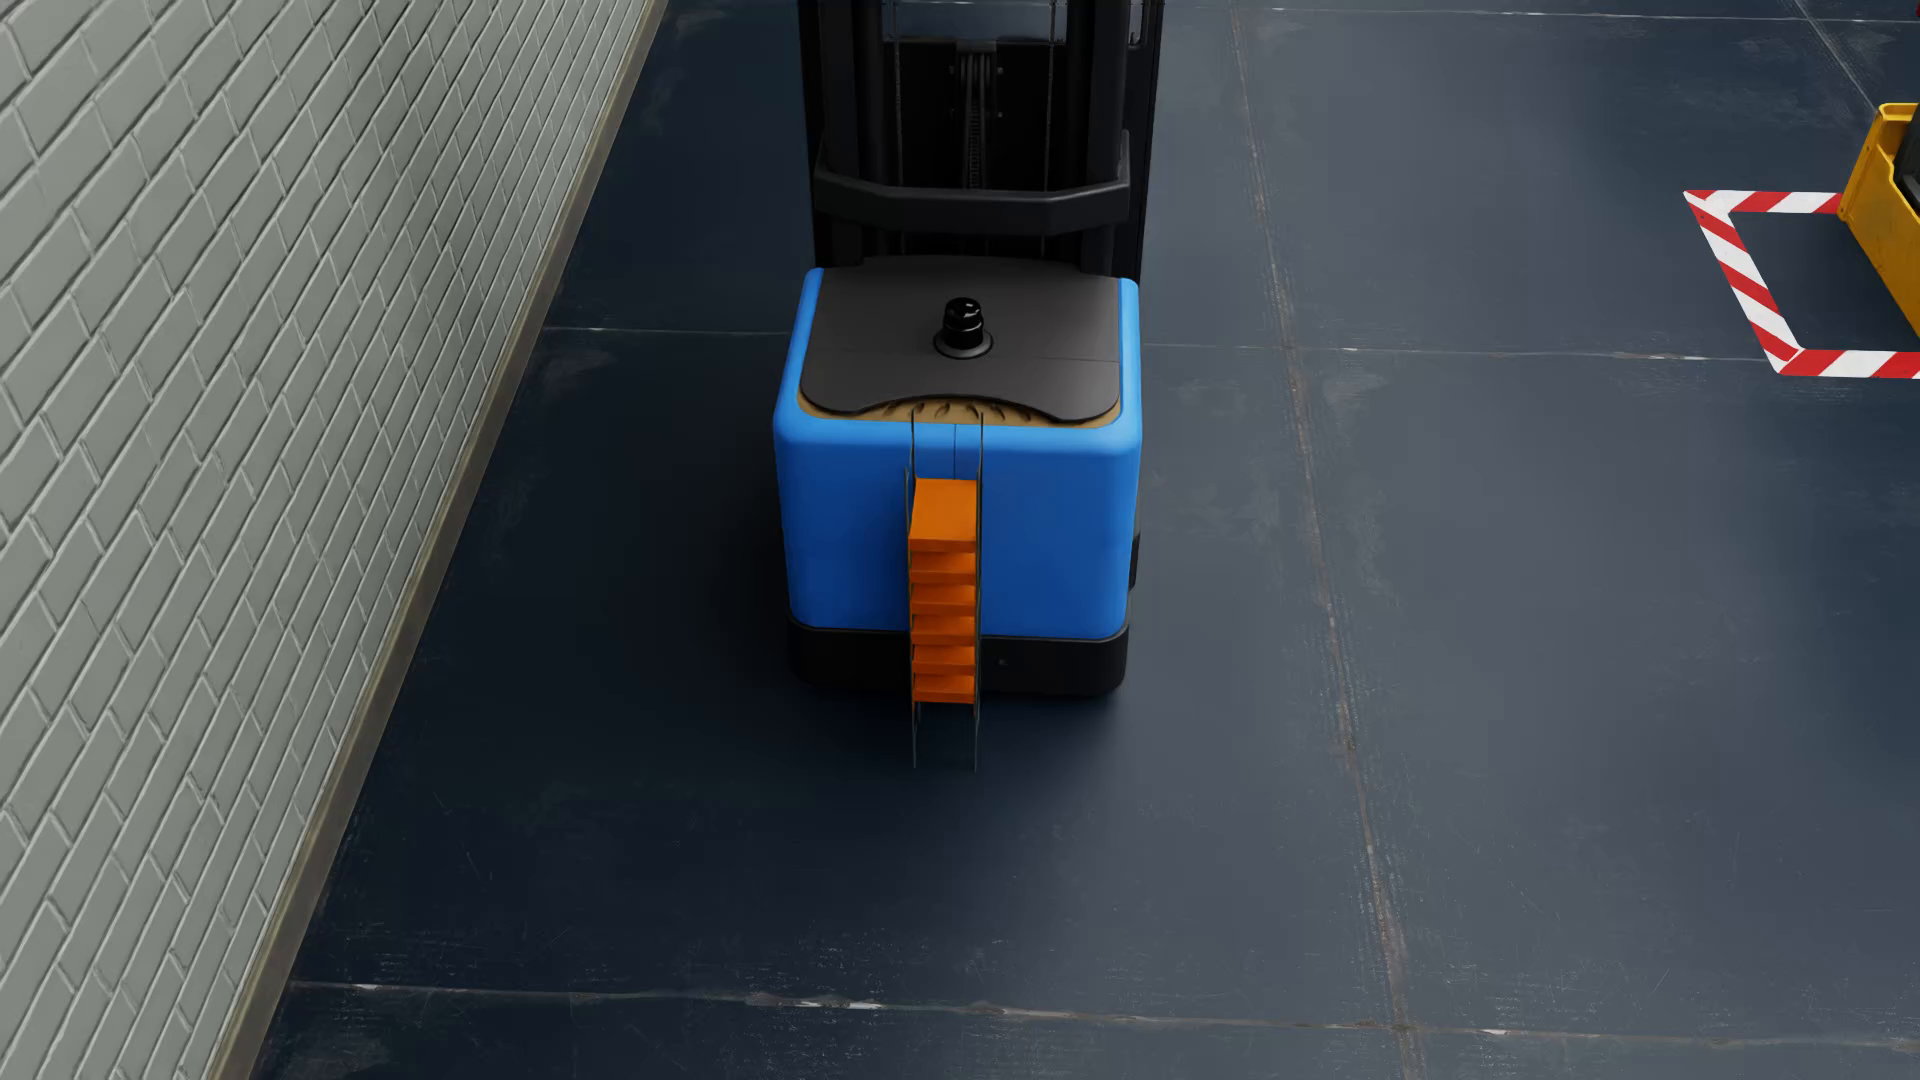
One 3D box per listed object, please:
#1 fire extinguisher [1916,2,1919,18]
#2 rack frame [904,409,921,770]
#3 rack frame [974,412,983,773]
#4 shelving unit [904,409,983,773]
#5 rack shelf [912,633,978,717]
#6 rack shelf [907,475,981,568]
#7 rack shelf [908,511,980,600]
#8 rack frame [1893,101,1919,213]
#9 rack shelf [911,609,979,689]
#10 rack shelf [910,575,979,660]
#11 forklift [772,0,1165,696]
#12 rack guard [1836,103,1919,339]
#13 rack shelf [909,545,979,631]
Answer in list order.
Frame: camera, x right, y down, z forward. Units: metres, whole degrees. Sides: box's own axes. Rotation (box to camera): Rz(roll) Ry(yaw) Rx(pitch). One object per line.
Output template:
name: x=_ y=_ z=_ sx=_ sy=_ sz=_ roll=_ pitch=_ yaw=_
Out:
fire extinguisher: x=3.884 y=-2.323 z=6.374 sx=0.183 sy=0.674 sz=0.296 roll=2 pitch=43 yaw=2
rack frame: x=-0.131 y=0.175 z=4.680 sx=0.006 sy=1.200 sz=0.240 roll=2 pitch=43 yaw=3
rack frame: x=0.052 y=0.183 z=4.672 sx=0.006 sy=1.200 sz=0.240 roll=2 pitch=43 yaw=3
shelving unit: x=-0.040 y=0.179 z=4.676 sx=0.189 sy=1.200 sz=0.258 roll=2 pitch=43 yaw=3
rack shelf: x=-0.040 y=0.386 z=4.872 sx=0.180 sy=0.103 sz=0.258 roll=2 pitch=43 yaw=3
rack shelf: x=-0.040 y=-0.050 z=4.459 sx=0.180 sy=0.103 sz=0.258 roll=2 pitch=43 yaw=3
rack shelf: x=-0.040 y=0.037 z=4.542 sx=0.180 sy=0.103 sz=0.258 roll=2 pitch=43 yaw=3
rack frame: x=4.014 y=-2.174 z=5.883 sx=0.127 sy=3.000 sz=1.000 roll=2 pitch=43 yaw=2
rack shelf: x=-0.040 y=0.298 z=4.789 sx=0.180 sy=0.103 sz=0.258 roll=2 pitch=43 yaw=3
rack shelf: x=-0.040 y=0.211 z=4.707 sx=0.180 sy=0.103 sz=0.258 roll=2 pitch=43 yaw=3
forklift: x=0.076 y=-1.586 z=5.302 sx=1.130 sy=2.935 sz=3.031 roll=2 pitch=43 yaw=3
rack guard: x=3.989 y=-1.251 z=6.726 sx=0.348 sy=0.500 sz=1.175 roll=2 pitch=43 yaw=2
rack shelf: x=-0.040 y=0.124 z=4.624 sx=0.180 sy=0.103 sz=0.258 roll=2 pitch=43 yaw=3
